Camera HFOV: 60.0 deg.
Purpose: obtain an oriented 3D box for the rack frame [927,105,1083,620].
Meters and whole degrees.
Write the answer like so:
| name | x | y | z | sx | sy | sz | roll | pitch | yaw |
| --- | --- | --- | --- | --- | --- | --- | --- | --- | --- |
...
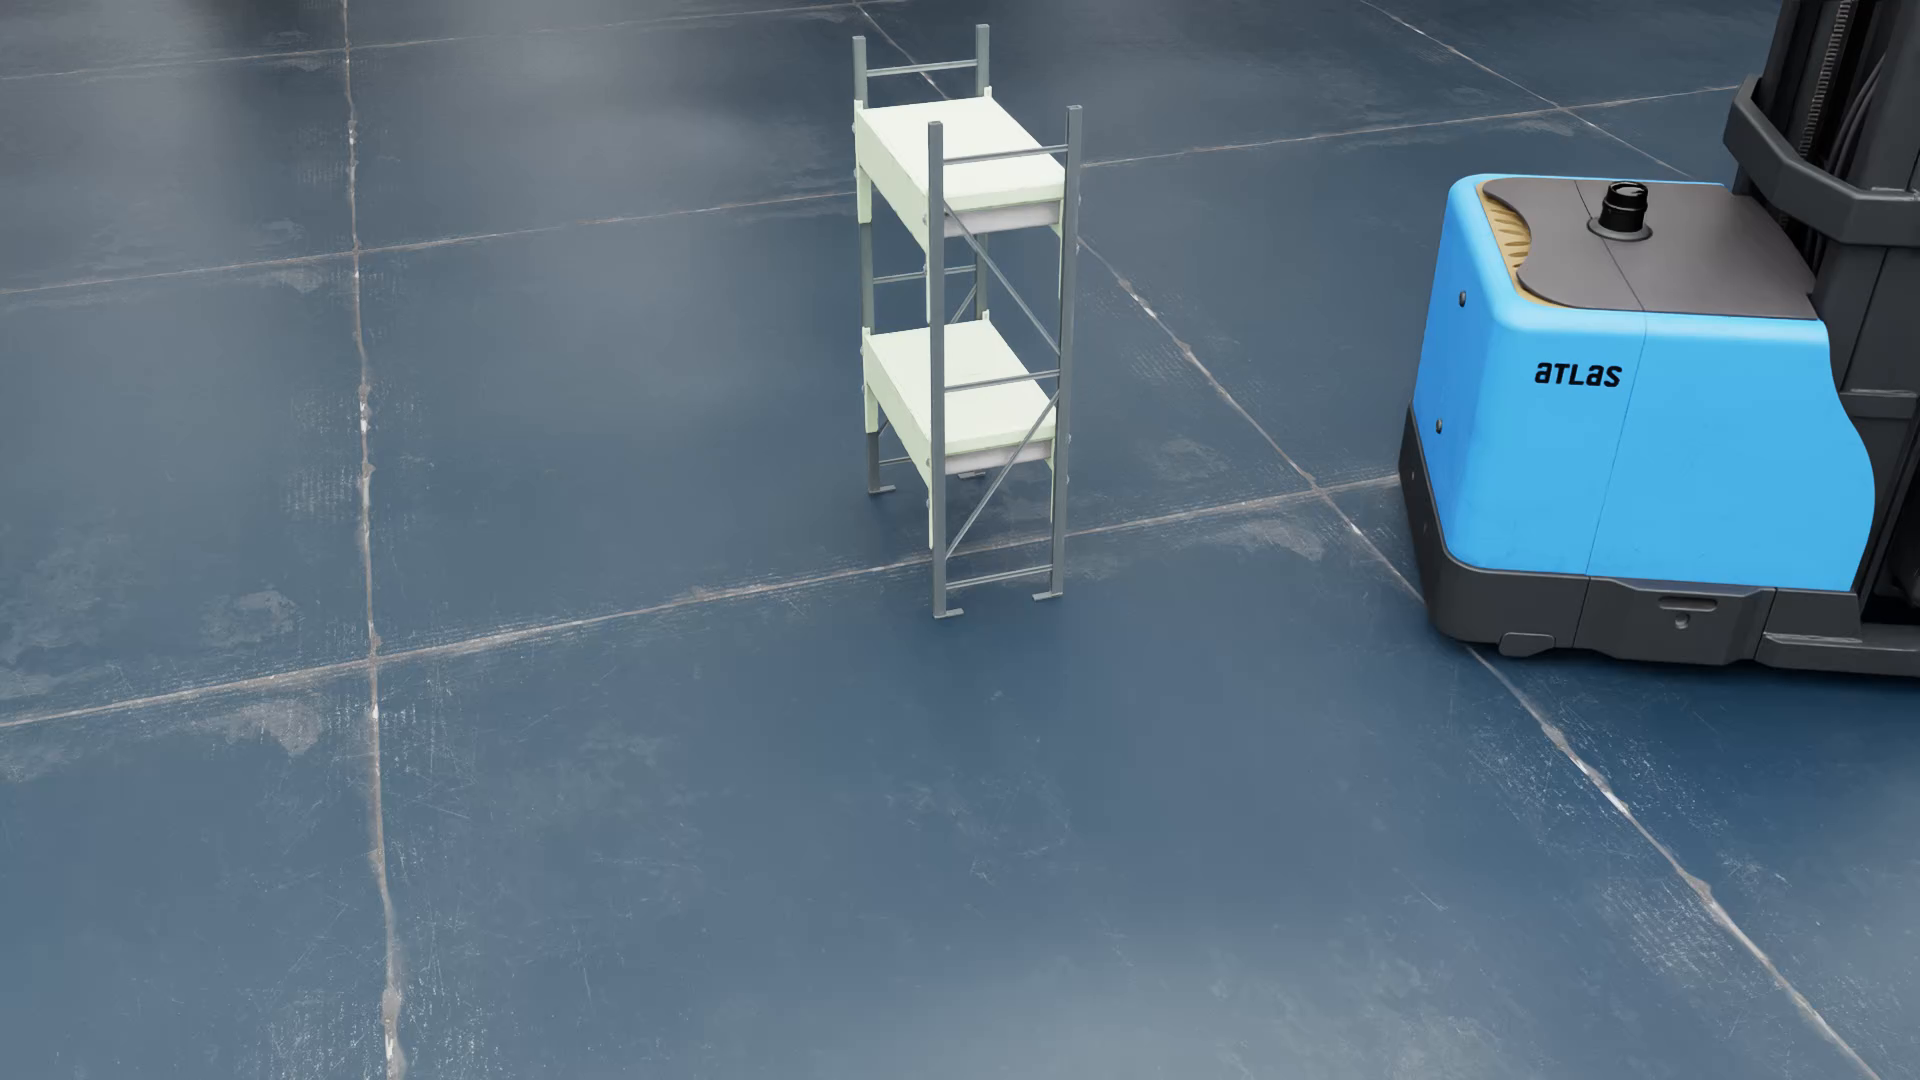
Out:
| name | x | y | z | sx | sy | sz | roll | pitch | yaw |
| --- | --- | --- | --- | --- | --- | --- | --- | --- | --- |
| rack frame | 0.114 | -0.430 | 4.540 | 0.400 | 1.500 | 0.023 | -10 | 35 | -15 |

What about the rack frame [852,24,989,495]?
| name | x | y | z | sx | sy | sz | roll | pitch | yaw |
| --- | --- | --- | --- | --- | --- | --- | --- | --- | --- |
| rack frame | -0.110 | -0.814 | 5.122 | 0.400 | 1.500 | 0.023 | -10 | 35 | -15 |

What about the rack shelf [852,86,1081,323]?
| name | x | y | z | sx | sy | sz | roll | pitch | yaw |
| --- | --- | --- | --- | --- | --- | --- | --- | --- | --- |
| rack shelf | 0.002 | -0.948 | 4.616 | 0.431 | 0.370 | 0.720 | -10 | 35 | -15 |

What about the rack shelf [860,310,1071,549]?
| name | x | y | z | sx | sy | sz | roll | pitch | yaw |
| --- | --- | --- | --- | --- | --- | --- | --- | --- | --- |
| rack shelf | 0.002 | -0.350 | 5.011 | 0.431 | 0.370 | 0.720 | -10 | 35 | -15 |

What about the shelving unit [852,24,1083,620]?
| name | x | y | z | sx | sy | sz | roll | pitch | yaw |
| --- | --- | --- | --- | --- | --- | --- | --- | --- | --- |
| shelving unit | 0.002 | -0.622 | 4.831 | 0.431 | 1.500 | 0.755 | -10 | 35 | -15 |

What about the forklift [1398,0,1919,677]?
| name | x | y | z | sx | sy | sz | roll | pitch | yaw |
| --- | --- | --- | --- | --- | --- | --- | --- | --- | --- |
| forklift | 2.902 | -1.077 | 4.221 | 3.031 | 2.935 | 1.130 | 4 | 34 | 5 |
